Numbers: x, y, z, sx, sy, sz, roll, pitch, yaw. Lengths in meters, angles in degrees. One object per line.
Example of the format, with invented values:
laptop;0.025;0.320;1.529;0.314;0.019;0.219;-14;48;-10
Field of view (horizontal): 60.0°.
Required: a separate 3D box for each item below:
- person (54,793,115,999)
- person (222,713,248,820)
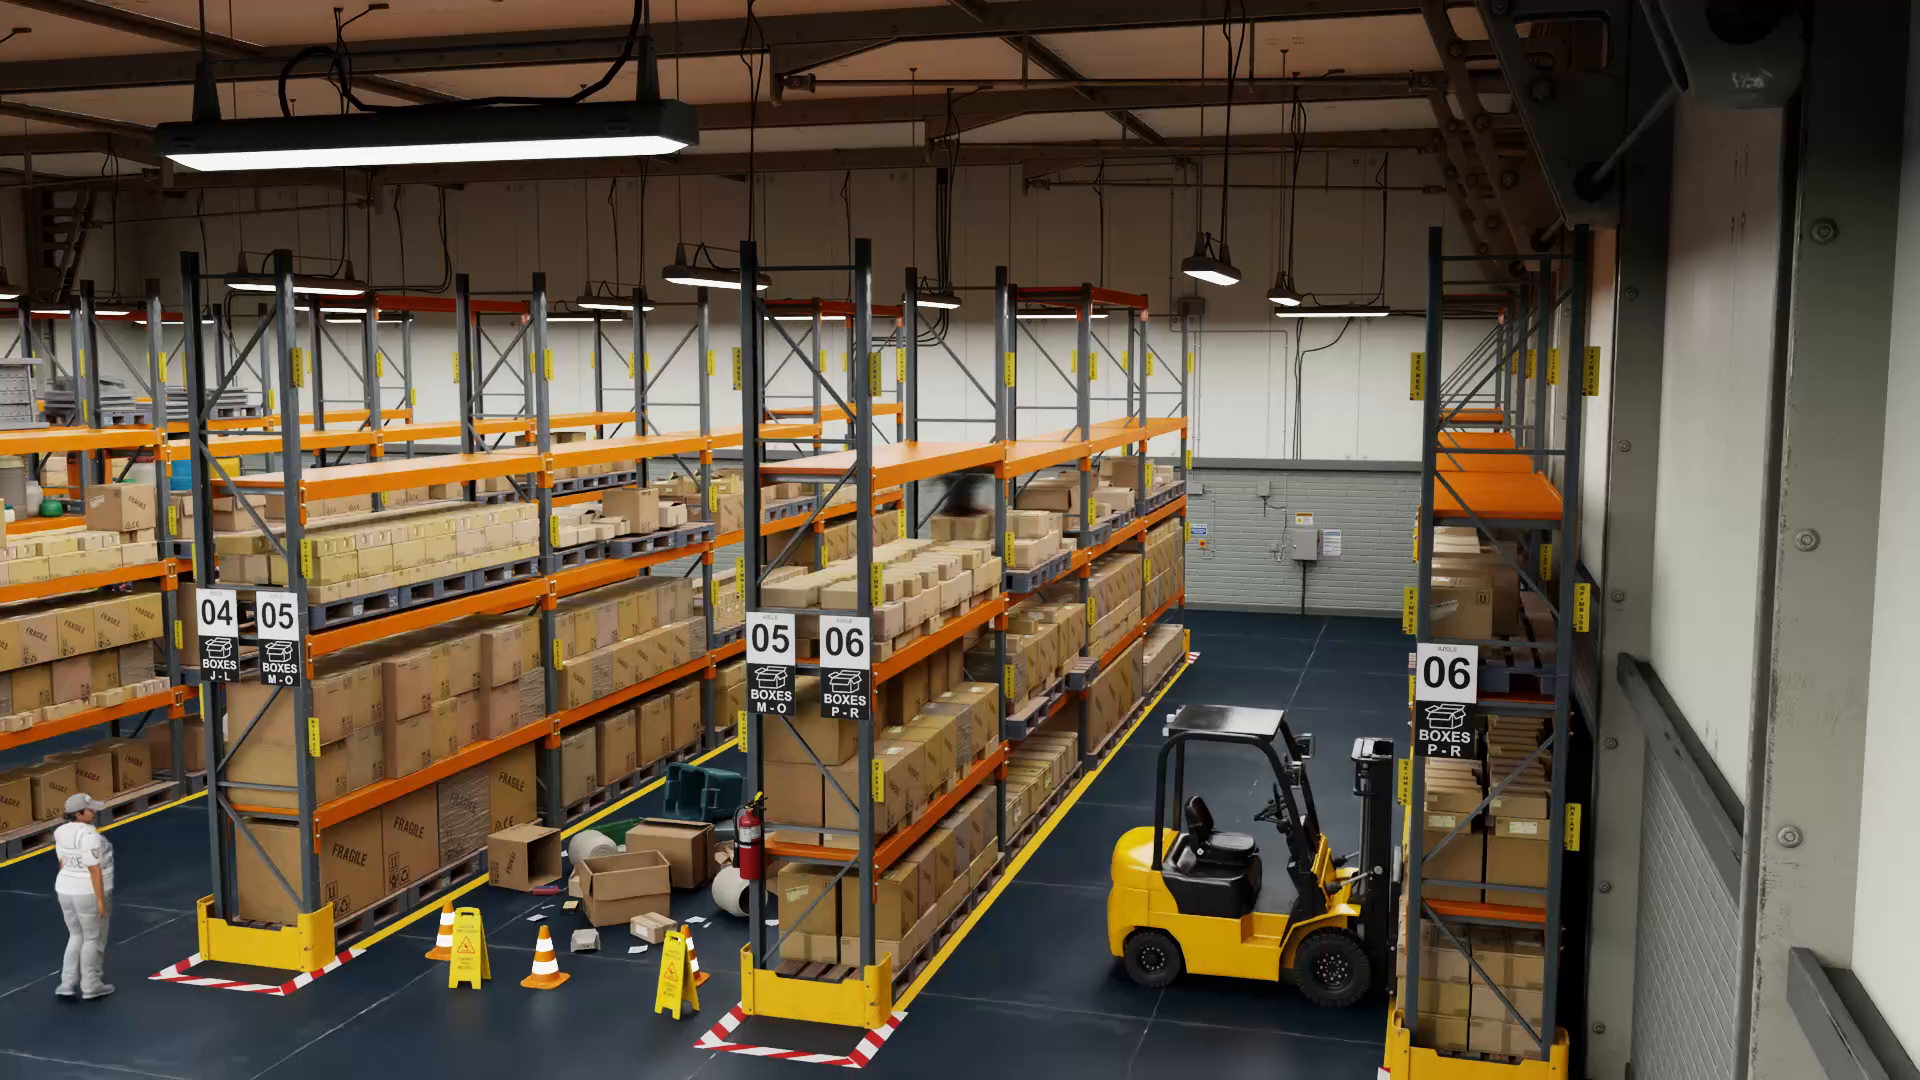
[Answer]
person;-7.036;2.853;13.361;0.532;1.676;0.412;3;7;25
person;-7.686;2.362;17.885;0.403;1.627;0.955;0;6;-3
